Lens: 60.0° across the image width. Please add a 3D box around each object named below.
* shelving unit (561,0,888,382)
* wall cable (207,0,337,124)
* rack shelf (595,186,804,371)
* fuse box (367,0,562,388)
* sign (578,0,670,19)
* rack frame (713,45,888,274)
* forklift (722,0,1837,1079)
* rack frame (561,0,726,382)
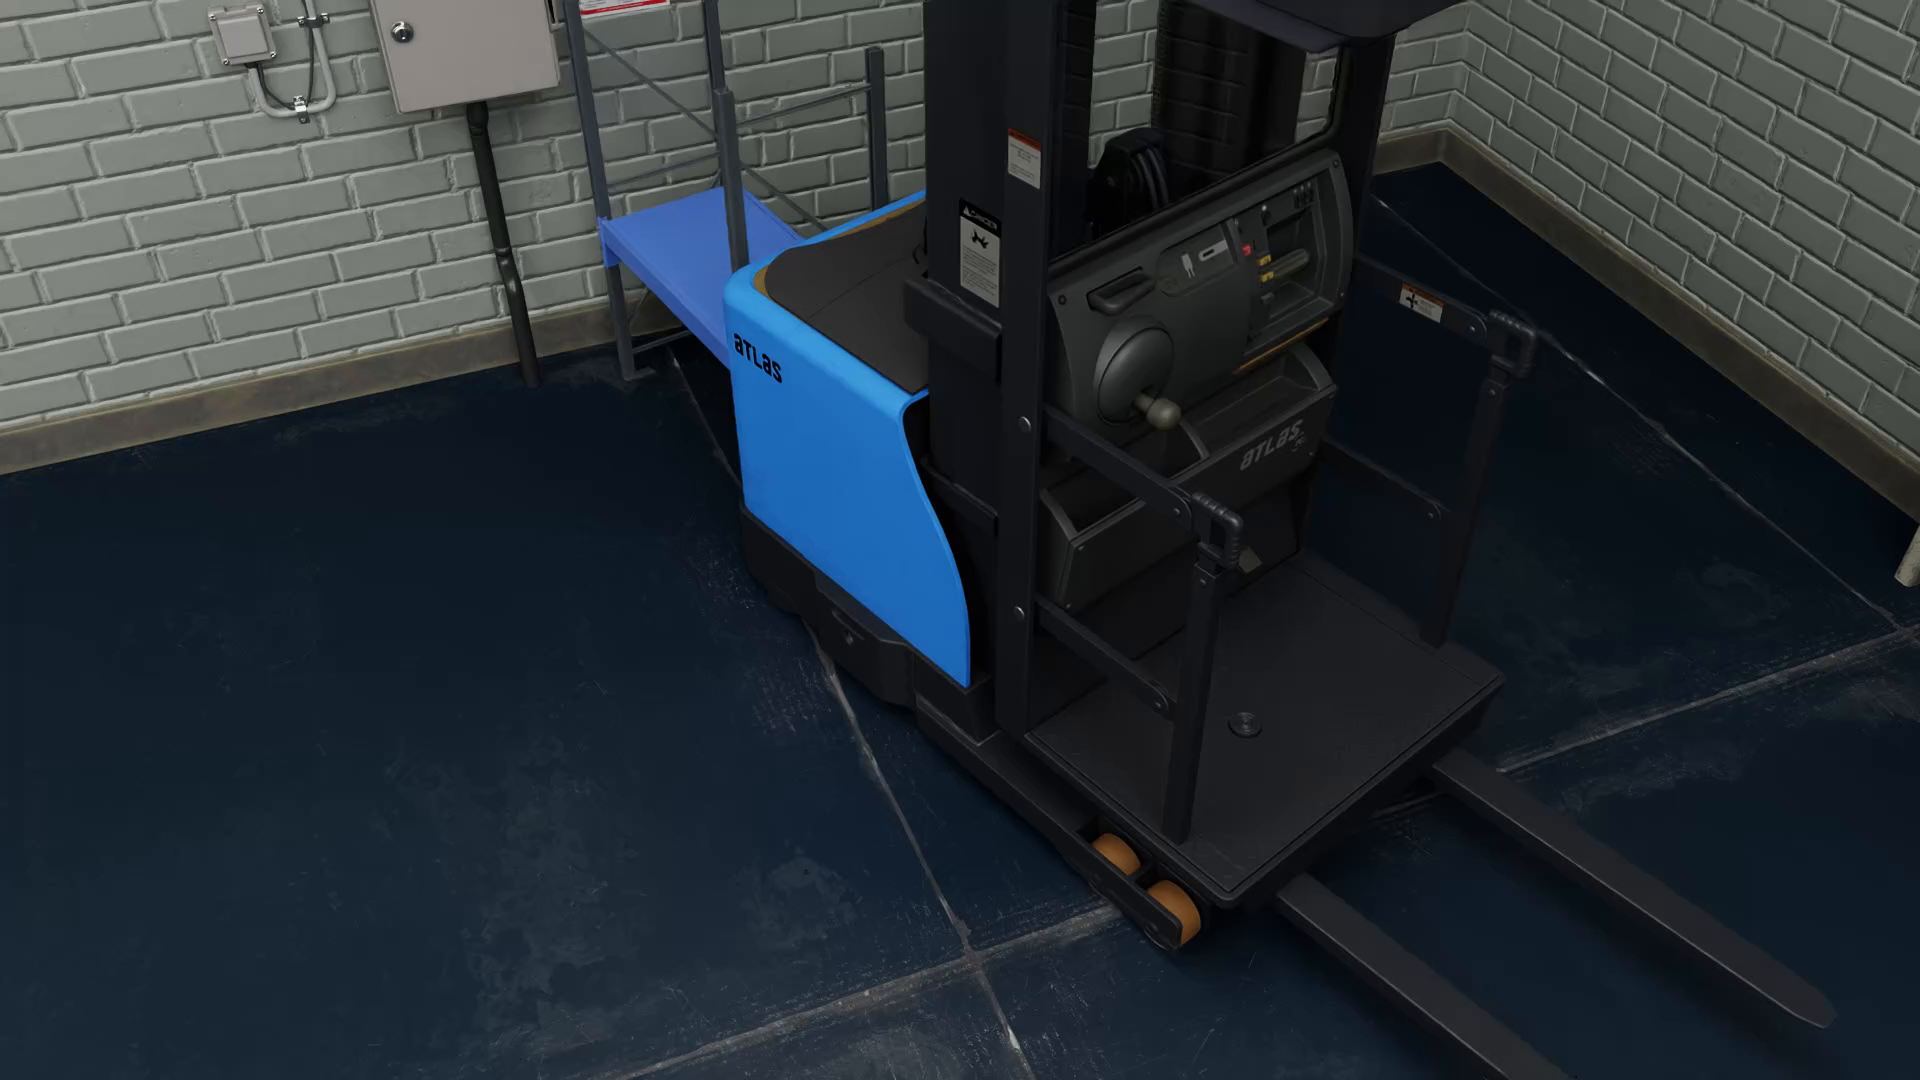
[{"bbox_3d":[-0.705,-0.952,5.206,0.538,1.500,1.048,-24,46,-25],"label":"shelving unit"},{"bbox_3d":[-2.168,-1.994,4.488,0.588,1.984,0.122,-15,43,-17],"label":"wall cable"},{"bbox_3d":[-0.705,-0.815,5.324,0.538,0.185,1.000,-24,46,-25],"label":"rack shelf"},{"bbox_3d":[-1.477,-1.195,5.327,0.539,1.711,0.414,-15,43,-17],"label":"fuse box"},{"bbox_3d":[-1.100,-1.896,5.227,0.329,0.494,0.001,-15,43,-17],"label":"sign"},{"bbox_3d":[-0.422,-0.676,4.886,0.500,1.500,0.032,-24,46,-25],"label":"rack frame"},{"bbox_3d":[0.697,-0.488,3.569,1.130,2.935,3.031,-30,49,-30],"label":"forklift"},{"bbox_3d":[-0.987,-1.227,5.527,0.500,1.500,0.032,-24,46,-25],"label":"rack frame"}]
